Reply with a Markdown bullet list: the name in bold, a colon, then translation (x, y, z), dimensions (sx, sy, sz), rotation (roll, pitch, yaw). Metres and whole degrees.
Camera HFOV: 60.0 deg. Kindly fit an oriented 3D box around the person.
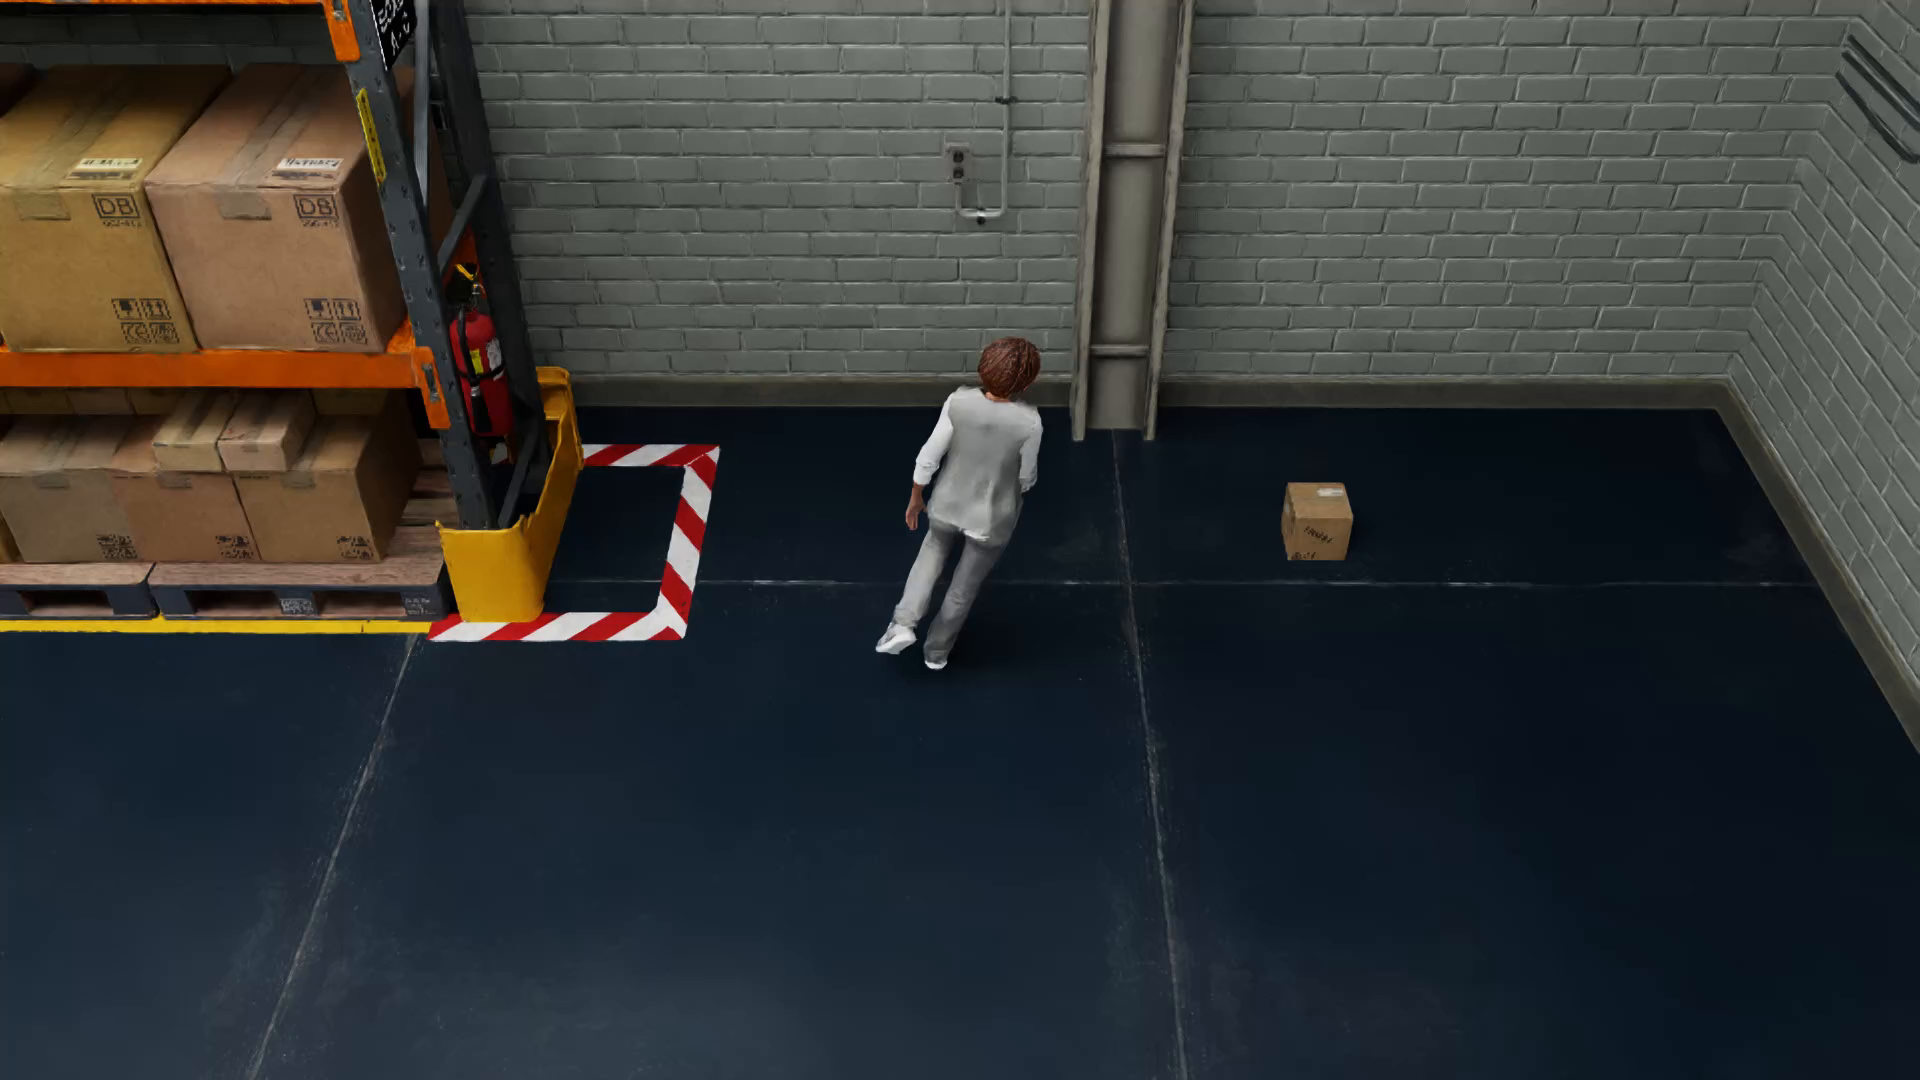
- **person**: translation (-0.004, -0.099, 6.287), dimensions (0.613, 1.551, 0.450), rotation (12, 42, 14)
